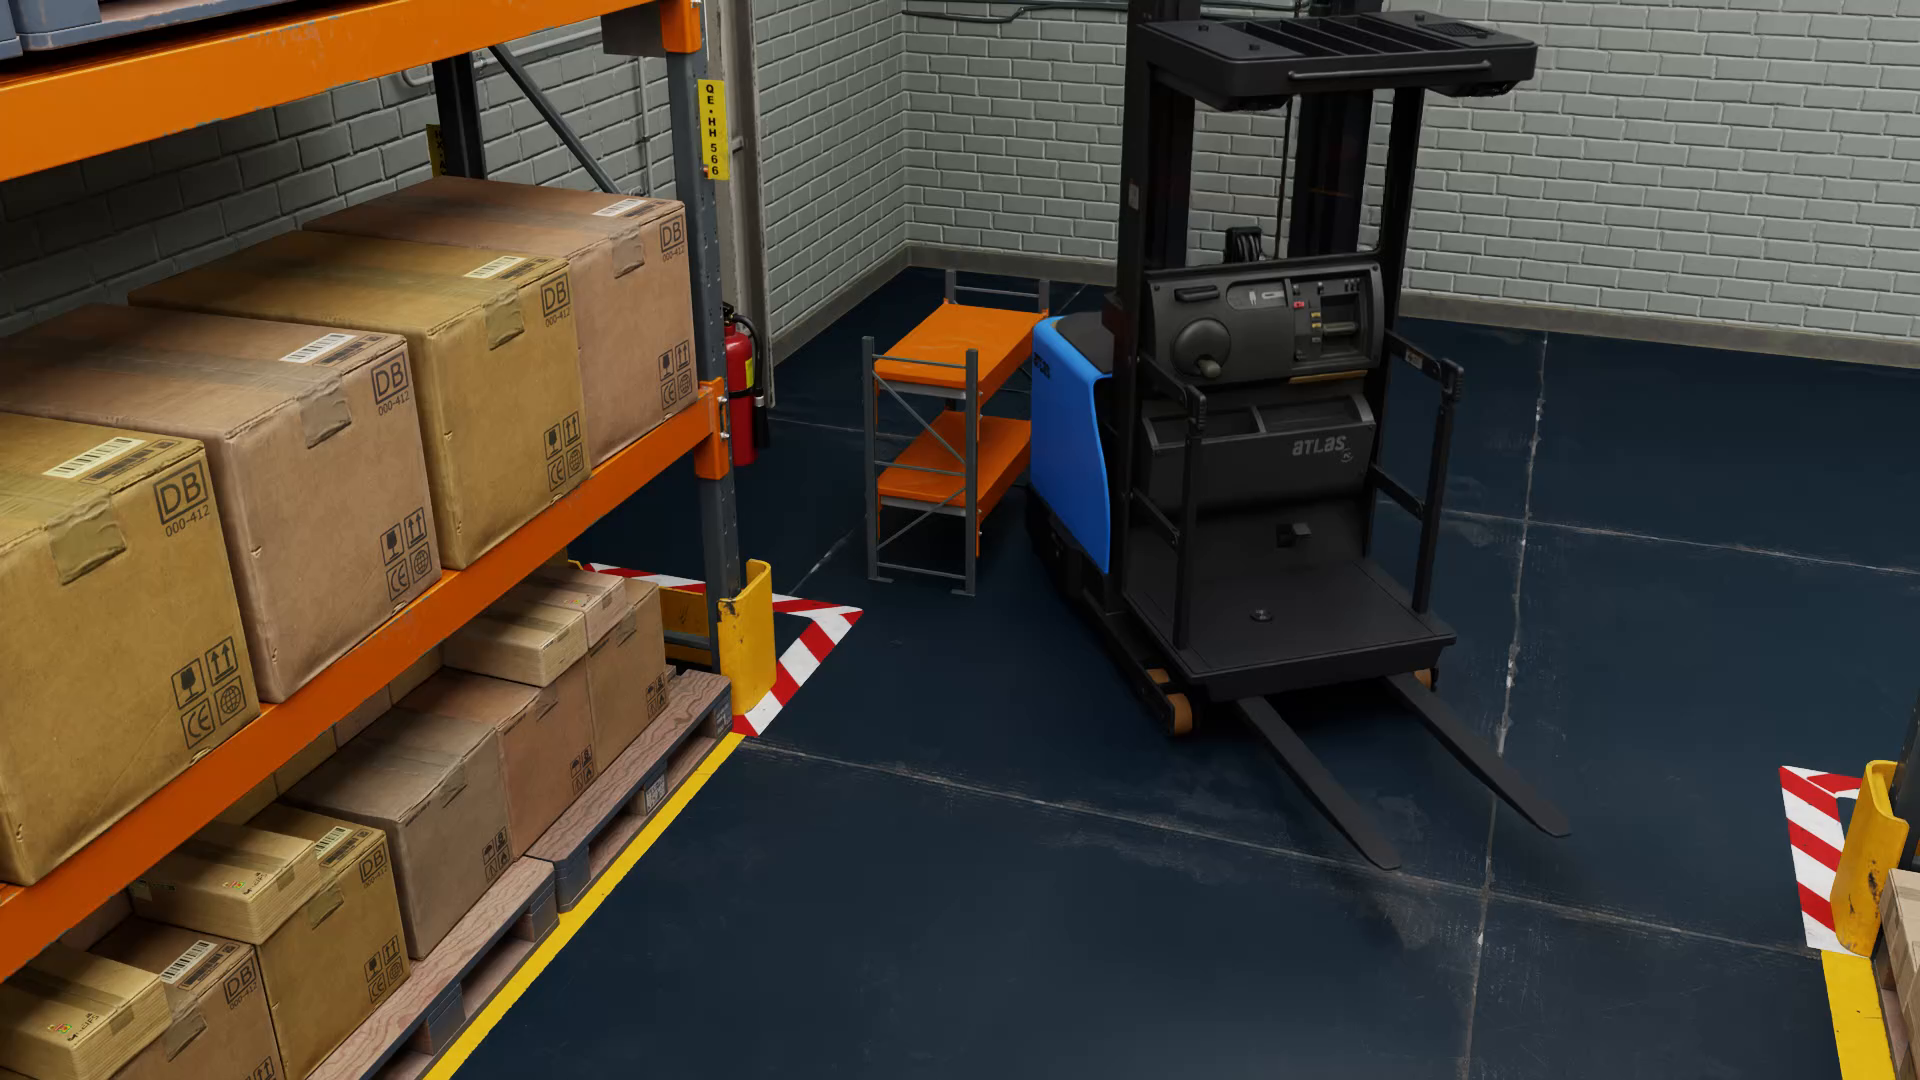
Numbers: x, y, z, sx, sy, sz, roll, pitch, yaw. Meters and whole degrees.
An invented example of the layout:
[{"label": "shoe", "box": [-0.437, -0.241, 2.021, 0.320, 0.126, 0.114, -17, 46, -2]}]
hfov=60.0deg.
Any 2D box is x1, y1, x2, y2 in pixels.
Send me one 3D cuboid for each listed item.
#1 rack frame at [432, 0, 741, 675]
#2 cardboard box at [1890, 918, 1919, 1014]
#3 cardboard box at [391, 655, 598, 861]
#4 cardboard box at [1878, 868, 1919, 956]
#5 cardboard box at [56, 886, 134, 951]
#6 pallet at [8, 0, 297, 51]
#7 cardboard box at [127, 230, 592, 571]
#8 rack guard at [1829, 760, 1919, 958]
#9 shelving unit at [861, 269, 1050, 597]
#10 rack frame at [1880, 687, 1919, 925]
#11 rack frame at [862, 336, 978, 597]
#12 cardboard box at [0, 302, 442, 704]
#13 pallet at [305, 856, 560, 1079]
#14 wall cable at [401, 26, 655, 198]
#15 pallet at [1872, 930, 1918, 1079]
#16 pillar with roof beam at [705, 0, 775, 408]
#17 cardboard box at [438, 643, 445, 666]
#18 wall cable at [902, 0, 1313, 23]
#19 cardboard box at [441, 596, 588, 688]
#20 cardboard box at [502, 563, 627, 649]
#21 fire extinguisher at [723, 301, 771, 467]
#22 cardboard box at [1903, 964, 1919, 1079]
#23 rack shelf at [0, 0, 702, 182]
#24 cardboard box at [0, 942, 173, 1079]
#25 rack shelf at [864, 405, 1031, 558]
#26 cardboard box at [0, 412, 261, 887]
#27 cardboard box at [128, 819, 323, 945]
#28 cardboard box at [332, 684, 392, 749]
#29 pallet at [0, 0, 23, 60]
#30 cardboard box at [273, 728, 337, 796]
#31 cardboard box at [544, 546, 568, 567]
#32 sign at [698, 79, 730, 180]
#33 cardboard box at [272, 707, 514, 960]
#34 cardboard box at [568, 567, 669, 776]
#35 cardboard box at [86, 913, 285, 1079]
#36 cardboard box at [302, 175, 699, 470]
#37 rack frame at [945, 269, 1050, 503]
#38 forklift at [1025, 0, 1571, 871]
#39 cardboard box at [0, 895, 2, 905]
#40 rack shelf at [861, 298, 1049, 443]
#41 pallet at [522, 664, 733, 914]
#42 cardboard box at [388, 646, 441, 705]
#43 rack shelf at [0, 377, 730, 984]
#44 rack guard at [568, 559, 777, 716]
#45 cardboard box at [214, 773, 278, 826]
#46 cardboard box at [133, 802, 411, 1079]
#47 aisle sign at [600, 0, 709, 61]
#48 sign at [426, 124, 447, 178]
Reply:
[{"label": "rack frame", "box": [-1.326, -0.814, 5.990, 1.000, 3.000, 0.127, 9, 27, 17]}, {"label": "cardboard box", "box": [2.800, 1.205, 4.566, 0.380, 0.166, 0.250, 9, 27, 17]}, {"label": "cardboard box", "box": [-1.631, 0.630, 5.394, 0.700, 0.500, 0.500, 9, 27, 17]}, {"label": "cardboard box", "box": [2.883, 1.110, 4.782, 0.380, 0.149, 0.250, 9, 27, 17]}, {"label": "cardboard box", "box": [-2.286, 0.887, 4.119, 0.380, 0.149, 0.250, 8, 27, 16]}, {"label": "pallet", "box": [-1.967, -1.315, 3.684, 1.003, 0.211, 1.213, 9, 27, 17]}, {"label": "cardboard box", "box": [-1.718, -0.438, 4.868, 0.980, 0.700, 0.700, 9, 27, 17]}, {"label": "rack guard", "box": [3.322, 1.059, 4.989, 1.175, 0.500, 0.348, 9, 27, 17]}, {"label": "shelving unit", "box": [0.002, -0.509, 7.511, 0.538, 1.125, 1.048, 9, 27, 17]}, {"label": "rack frame", "box": [3.347, -0.097, 4.509, 1.000, 3.000, 0.127, 9, 27, 17]}, {"label": "rack frame", "box": [-0.167, -0.300, 7.079, 0.500, 1.125, 0.032, 9, 27, 17]}, {"label": "cardboard box", "box": [-1.980, -0.126, 4.223, 0.980, 0.700, 0.700, 7, 27, 15]}, {"label": "pallet", "box": [-1.926, 1.280, 4.863, 1.003, 0.211, 1.213, 9, 27, 17]}, {"label": "wall cable", "box": [-1.792, -1.935, 7.138, 0.084, 1.984, 1.851, 9, 27, 17]}, {"label": "pallet", "box": [3.057, 1.517, 4.376, 1.003, 0.211, 1.213, 9, 27, 17]}, {"label": "pillar with roof beam", "box": [2.817, -4.125, 5.944, 9.100, 9.000, 0.400, 9, 27, 17]}, {"label": "cardboard box", "box": [-1.779, 0.260, 5.413, 0.380, 0.149, 0.250, 9, 27, 18]}, {"label": "wall cable", "box": [0.893, -4.389, 10.053, 3.097, 2.526, 0.112, 9, 27, 17]}, {"label": "cardboard box", "box": [-1.420, 0.316, 5.297, 0.380, 0.149, 0.250, 9, 27, 19]}, {"label": "cardboard box", "box": [-1.335, 0.211, 5.514, 0.380, 0.149, 0.250, 8, 27, 17]}, {"label": "fire extinguisher", "box": [-0.840, -0.607, 6.078, 0.296, 0.674, 0.183, 9, 27, 17]}, {"label": "cardboard box", "box": [2.732, 1.330, 4.212, 0.500, 0.250, 0.500, 9, 27, 17]}, {"label": "rack shelf", "box": [-1.991, -1.019, 3.795, 1.077, 0.370, 4.000, 9, 27, 17]}, {"label": "cardboard box", "box": [-2.025, 1.067, 3.747, 0.380, 0.149, 0.250, 10, 27, 19]}, {"label": "rack shelf", "box": [0.002, -0.289, 7.617, 0.538, 0.278, 1.000, 9, 27, 17]}, {"label": "cardboard box", "box": [-2.213, 0.175, 3.603, 0.980, 0.700, 0.700, 8, 27, 16]}, {"label": "cardboard box", "box": [-1.852, 0.852, 4.190, 0.380, 0.149, 0.250, 8, 27, 16]}, {"label": "cardboard box", "box": [-1.947, 0.467, 4.985, 0.380, 0.149, 0.250, 9, 27, 18]}, {"label": "pallet", "box": [-2.375, -0.815, 2.652, 1.003, 0.211, 1.213, 9, 27, 17]}, {"label": "cardboard box", "box": [-2.032, 0.573, 4.767, 0.380, 0.149, 0.250, 9, 27, 18]}, {"label": "cardboard box", "box": [-1.611, 0.052, 5.844, 0.380, 0.149, 0.250, 9, 27, 18]}, {"label": "sign", "box": [-0.819, -1.358, 5.512, 0.100, 0.325, 0.005, 9, 27, 17]}, {"label": "cardboard box", "box": [-1.798, 0.836, 4.967, 0.700, 0.500, 0.500, 8, 27, 16]}, {"label": "cardboard box", "box": [-1.464, 0.424, 5.819, 0.700, 0.500, 0.500, 9, 27, 17]}, {"label": "cardboard box", "box": [-2.141, 1.267, 4.077, 0.700, 0.500, 0.500, 8, 27, 17]}, {"label": "cardboard box", "box": [-1.486, -0.738, 5.489, 0.980, 0.700, 0.700, 10, 28, 20]}, {"label": "rack frame", "box": [0.171, -0.718, 7.942, 0.500, 1.125, 0.032, 9, 27, 17]}, {"label": "forklift", "box": [1.207, -0.774, 5.985, 1.130, 2.935, 3.031, -7, 27, -15]}, {"label": "cardboard box", "box": [-2.461, 0.474, 2.985, 0.980, 0.700, 0.700, 9, 27, 18]}, {"label": "rack shelf", "box": [0.002, -0.772, 7.383, 0.538, 0.278, 1.000, 9, 27, 17]}, {"label": "pallet", "box": [-1.518, 0.781, 5.895, 1.003, 0.211, 1.213, 9, 27, 17]}, {"label": "cardboard box", "box": [-1.863, 0.363, 5.201, 0.380, 0.149, 0.250, 9, 27, 18]}, {"label": "rack shelf", "box": [-1.991, 0.331, 4.449, 1.077, 0.370, 4.000, 9, 27, 17]}, {"label": "rack guard", "box": [-1.318, 0.301, 6.555, 1.175, 0.500, 0.348, 9, 27, 17]}, {"label": "cardboard box", "box": [-2.116, 0.677, 4.552, 0.380, 0.149, 0.250, 8, 27, 17]}, {"label": "cardboard box", "box": [-1.968, 1.057, 4.512, 0.700, 0.500, 0.500, 9, 27, 19]}, {"label": "aisle sign", "box": [-1.019, -1.970, 5.394, 0.394, 0.787, 0.004, 9, 27, 17]}, {"label": "sign", "box": [-1.847, -1.323, 5.955, 0.100, 0.325, 0.005, 9, 27, 17]}]
